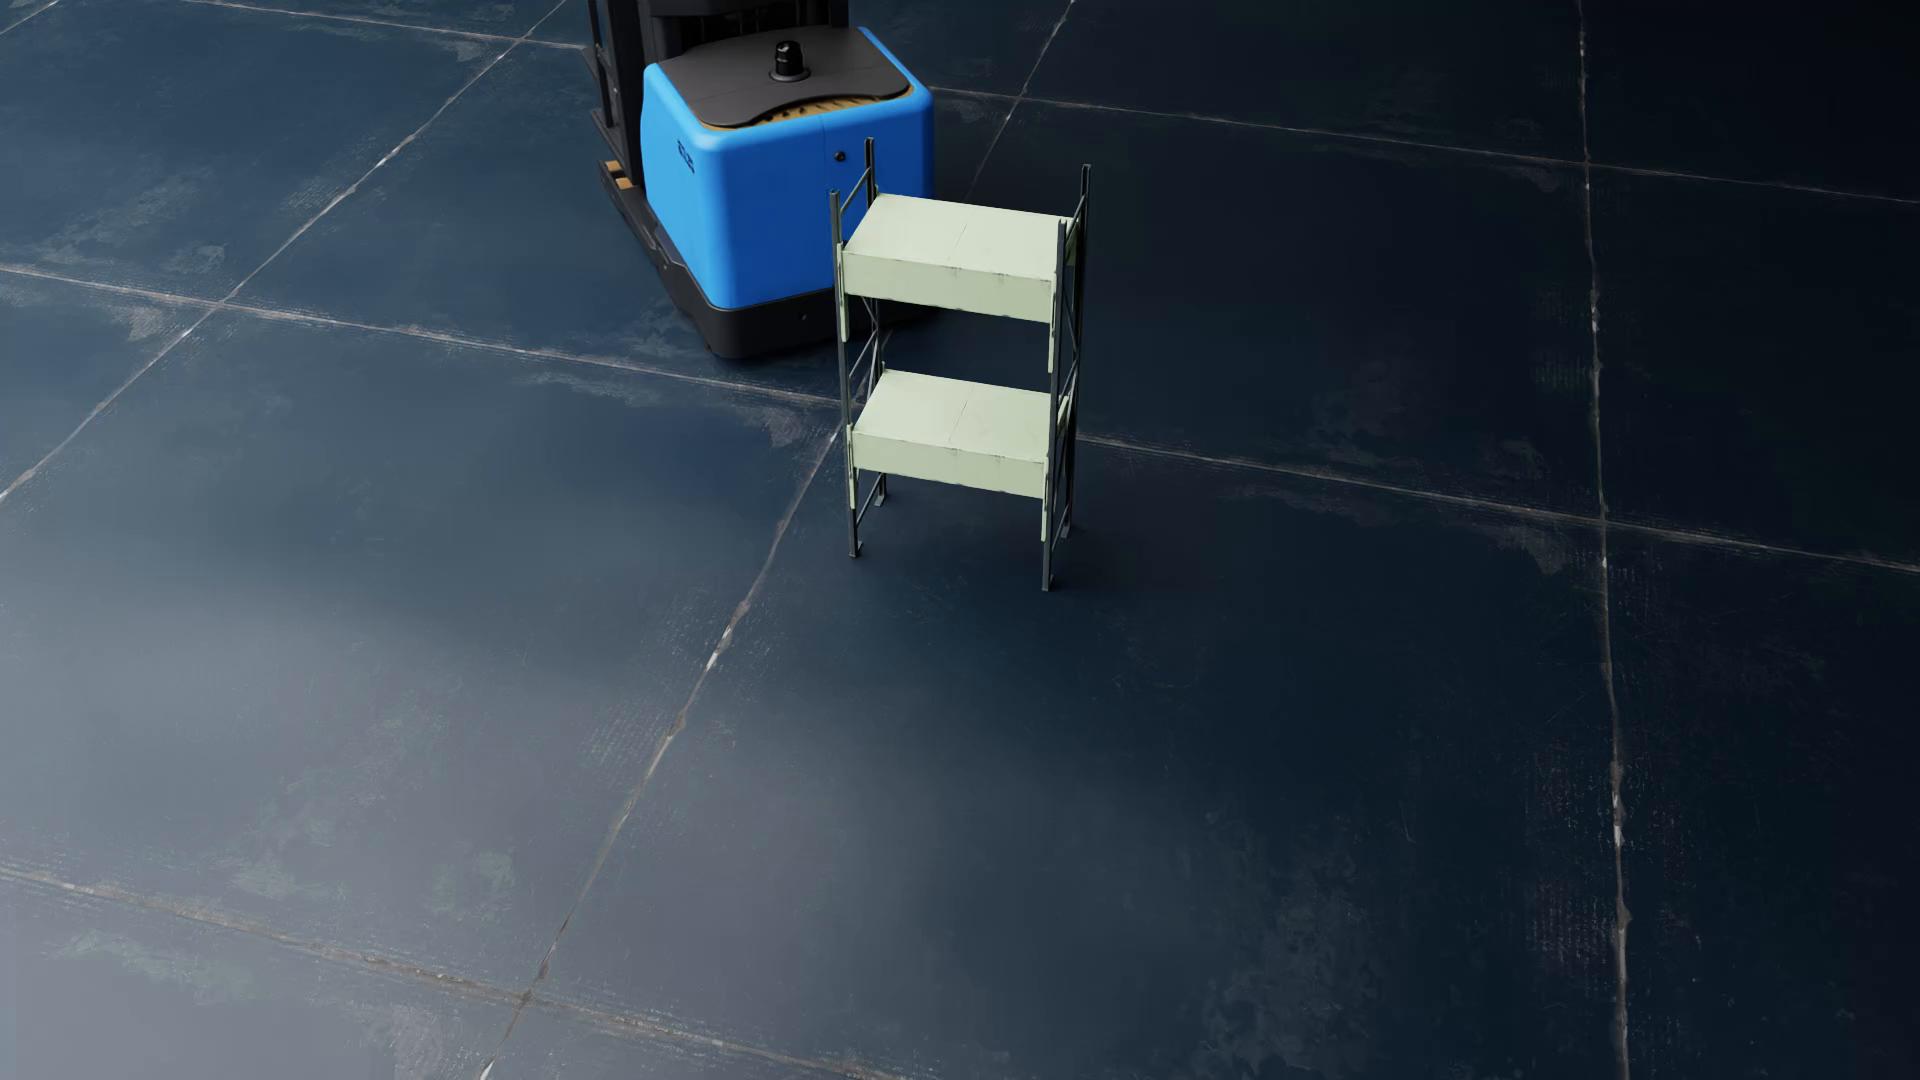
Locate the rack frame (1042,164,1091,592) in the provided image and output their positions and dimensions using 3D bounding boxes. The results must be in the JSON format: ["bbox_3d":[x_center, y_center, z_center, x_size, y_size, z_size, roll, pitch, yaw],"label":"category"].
[{"bbox_3d":[0.360,-0.512,5.694,0.023,1.500,0.400,10,41,11],"label":"rack frame"}]

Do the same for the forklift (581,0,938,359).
[{"bbox_3d":[-1.149,-2.839,7.351,1.130,2.935,3.031,-16,43,-18],"label":"forklift"}]

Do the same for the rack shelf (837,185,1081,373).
[{"bbox_3d":[0.006,-0.872,5.515,0.720,0.370,0.431,10,41,11],"label":"rack shelf"}]

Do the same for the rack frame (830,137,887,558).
[{"bbox_3d":[-0.347,-0.634,5.839,0.023,1.500,0.400,10,41,11],"label":"rack frame"}]

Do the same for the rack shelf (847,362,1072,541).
[{"bbox_3d":[0.006,-0.324,5.976,0.720,0.370,0.431,10,41,11],"label":"rack shelf"}]

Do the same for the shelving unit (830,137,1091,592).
[{"bbox_3d":[0.006,-0.573,5.766,0.755,1.500,0.431,10,41,11],"label":"shelving unit"}]
